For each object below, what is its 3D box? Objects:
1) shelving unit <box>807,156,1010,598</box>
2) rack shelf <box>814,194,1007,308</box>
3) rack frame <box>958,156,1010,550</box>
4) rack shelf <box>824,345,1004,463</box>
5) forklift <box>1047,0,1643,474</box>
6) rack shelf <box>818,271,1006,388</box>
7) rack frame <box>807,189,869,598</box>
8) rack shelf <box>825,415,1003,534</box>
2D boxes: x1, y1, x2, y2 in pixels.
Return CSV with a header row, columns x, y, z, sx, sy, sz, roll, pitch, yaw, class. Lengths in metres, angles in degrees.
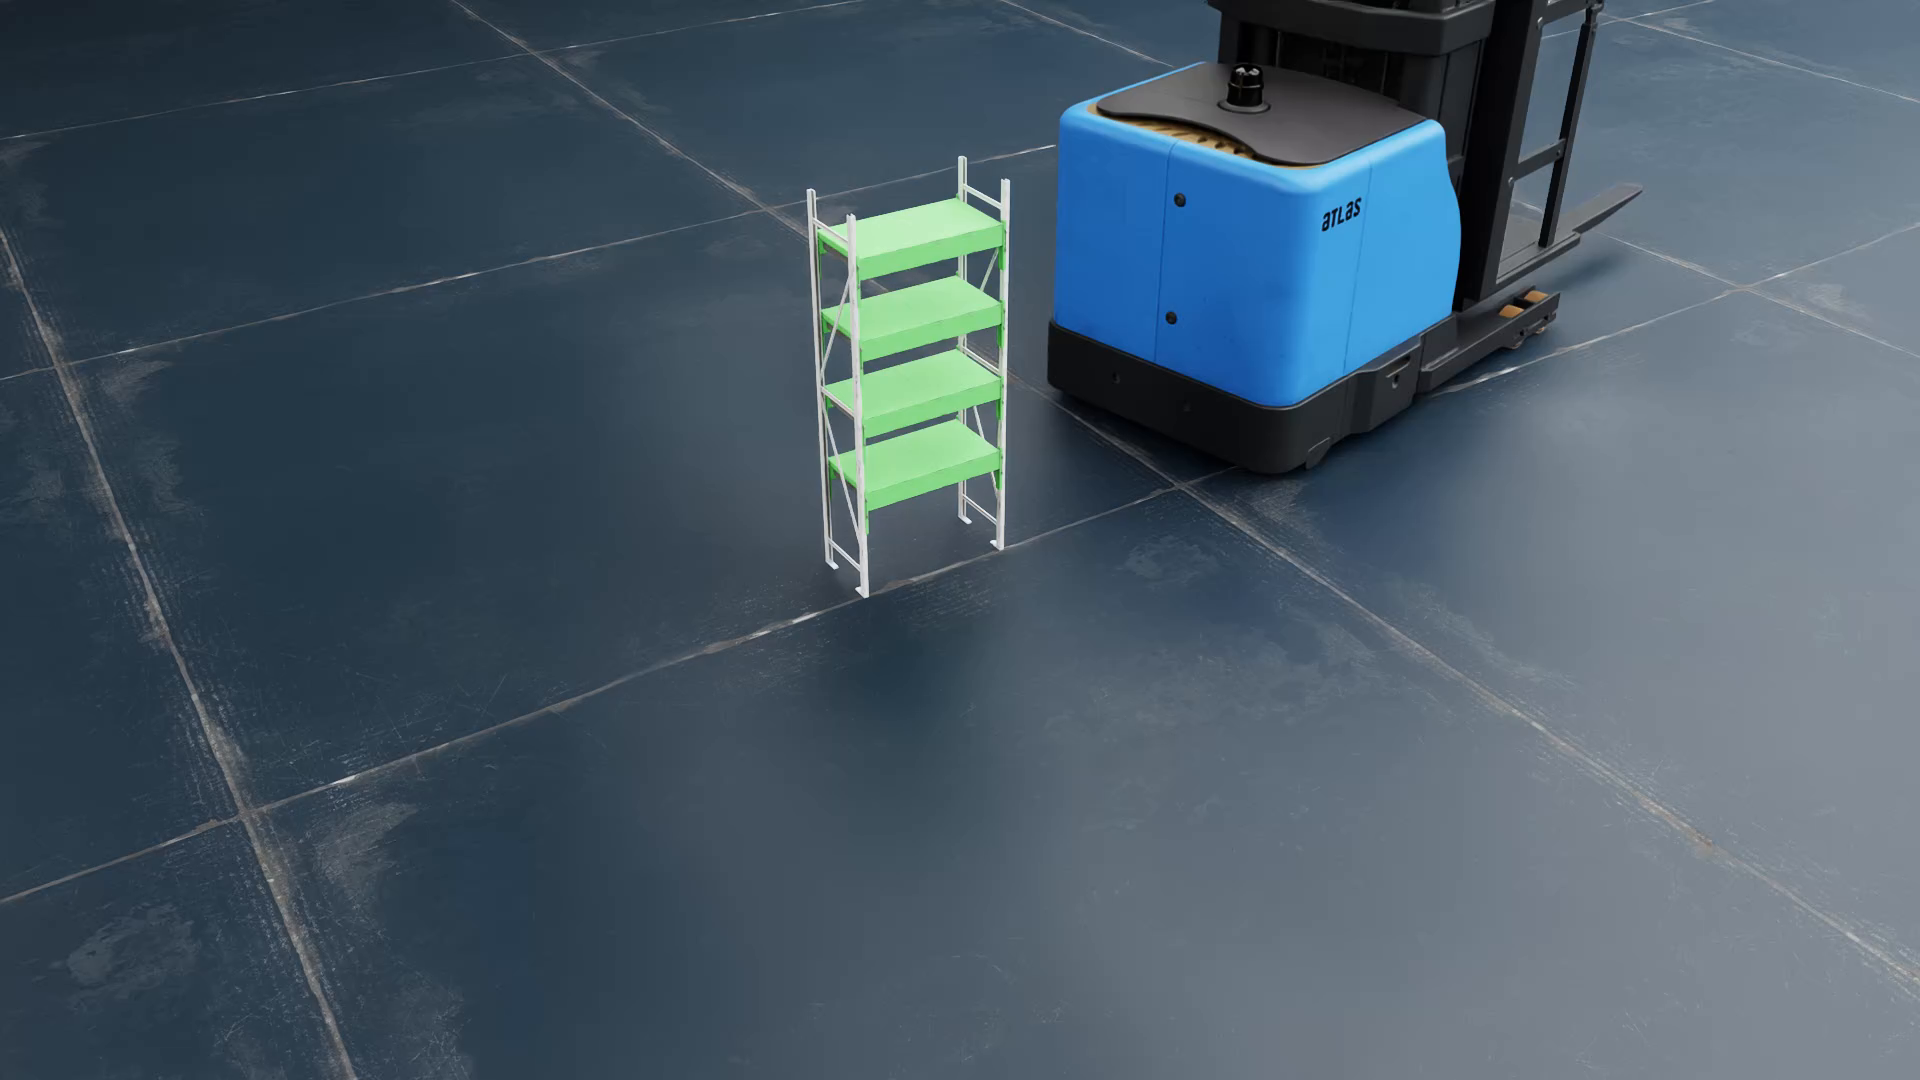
x,y,z,sx,sy,sz,roll,pitch,yaw,class
-0.139,-0.460,4.854,0.503,1.200,0.258,-19,37,-27,shelving unit
-0.139,-0.812,4.632,0.480,0.148,0.258,-19,37,-27,rack shelf
0.066,-0.530,4.966,0.015,1.200,0.240,-19,37,-27,rack frame
-0.139,-0.406,4.888,0.480,0.148,0.258,-19,37,-27,rack shelf
1.703,-2.146,5.905,1.130,2.935,3.031,27,41,36,forklift
-0.139,-0.609,4.760,0.480,0.148,0.258,-19,37,-27,rack shelf
-0.344,-0.389,4.742,0.015,1.200,0.240,-19,37,-27,rack frame
-0.139,-0.203,5.016,0.480,0.148,0.258,-19,37,-27,rack shelf
